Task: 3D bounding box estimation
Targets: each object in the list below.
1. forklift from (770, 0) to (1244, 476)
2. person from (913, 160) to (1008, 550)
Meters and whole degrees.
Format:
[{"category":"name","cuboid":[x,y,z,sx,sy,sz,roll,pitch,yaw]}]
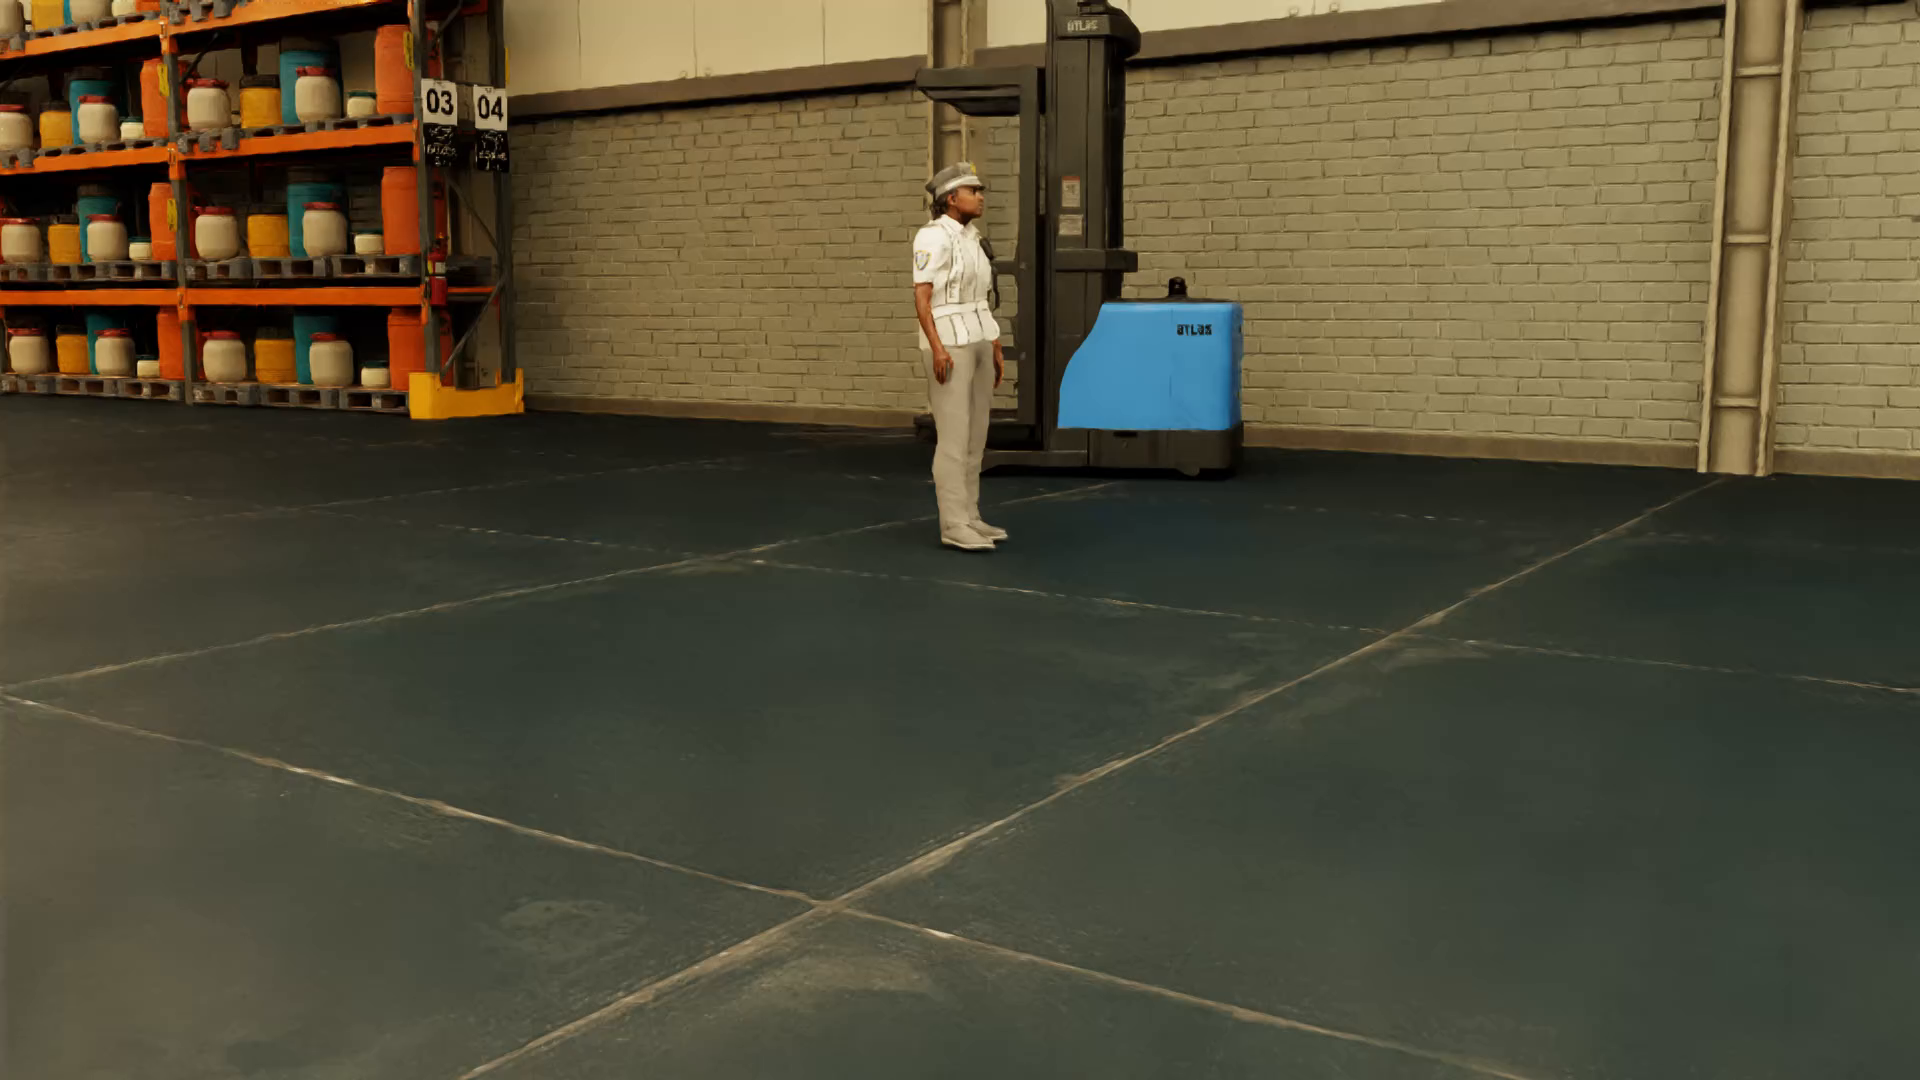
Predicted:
[{"category":"forklift","cuboid":[0.293,-1.928,10.754,3.031,2.935,1.130,2,8,14]},{"category":"person","cuboid":[0.051,-0.838,7.426,0.529,1.695,0.570,5,10,34]}]
